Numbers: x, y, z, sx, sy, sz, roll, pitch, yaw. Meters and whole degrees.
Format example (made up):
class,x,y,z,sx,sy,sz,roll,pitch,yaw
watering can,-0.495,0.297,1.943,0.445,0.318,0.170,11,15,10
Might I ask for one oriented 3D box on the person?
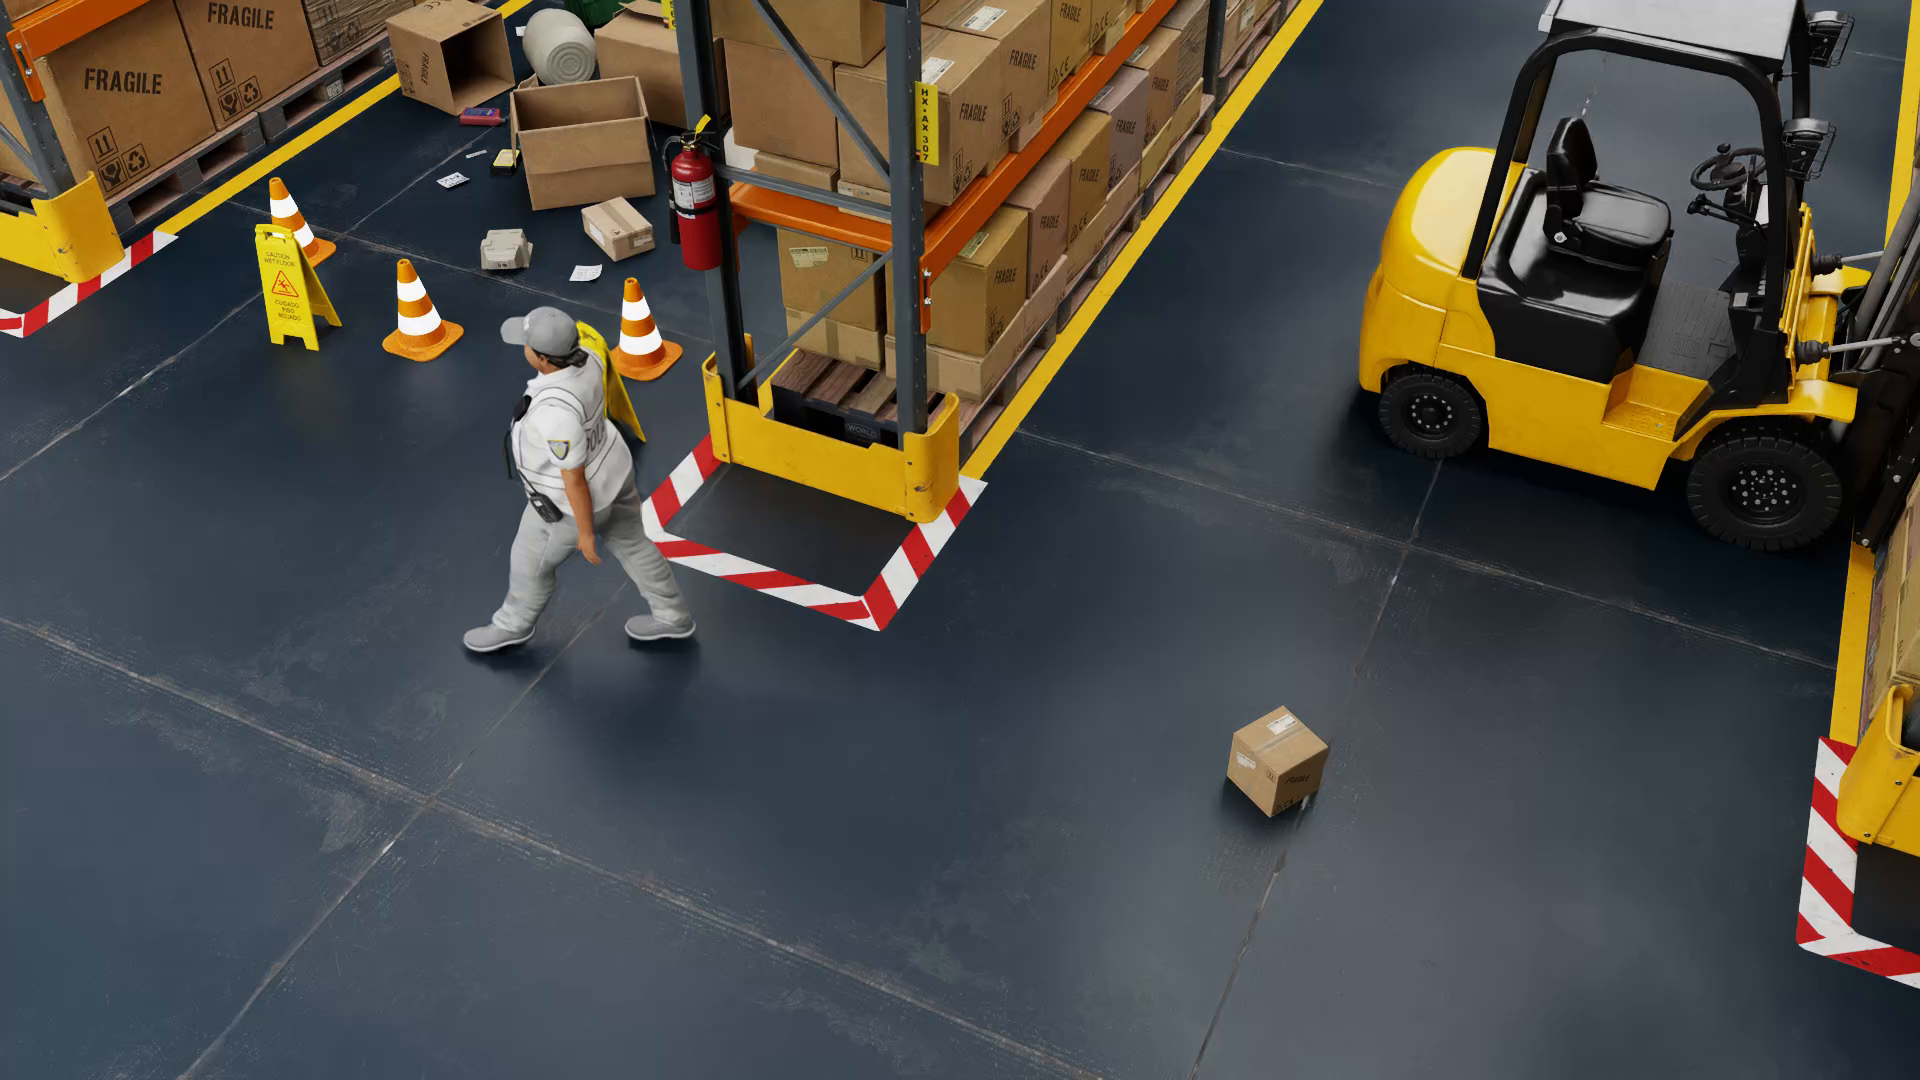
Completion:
class,x,y,z,sx,sy,sz,roll,pitch,yaw
person,-1.556,-0.231,6.392,0.921,1.619,0.517,10,43,11
